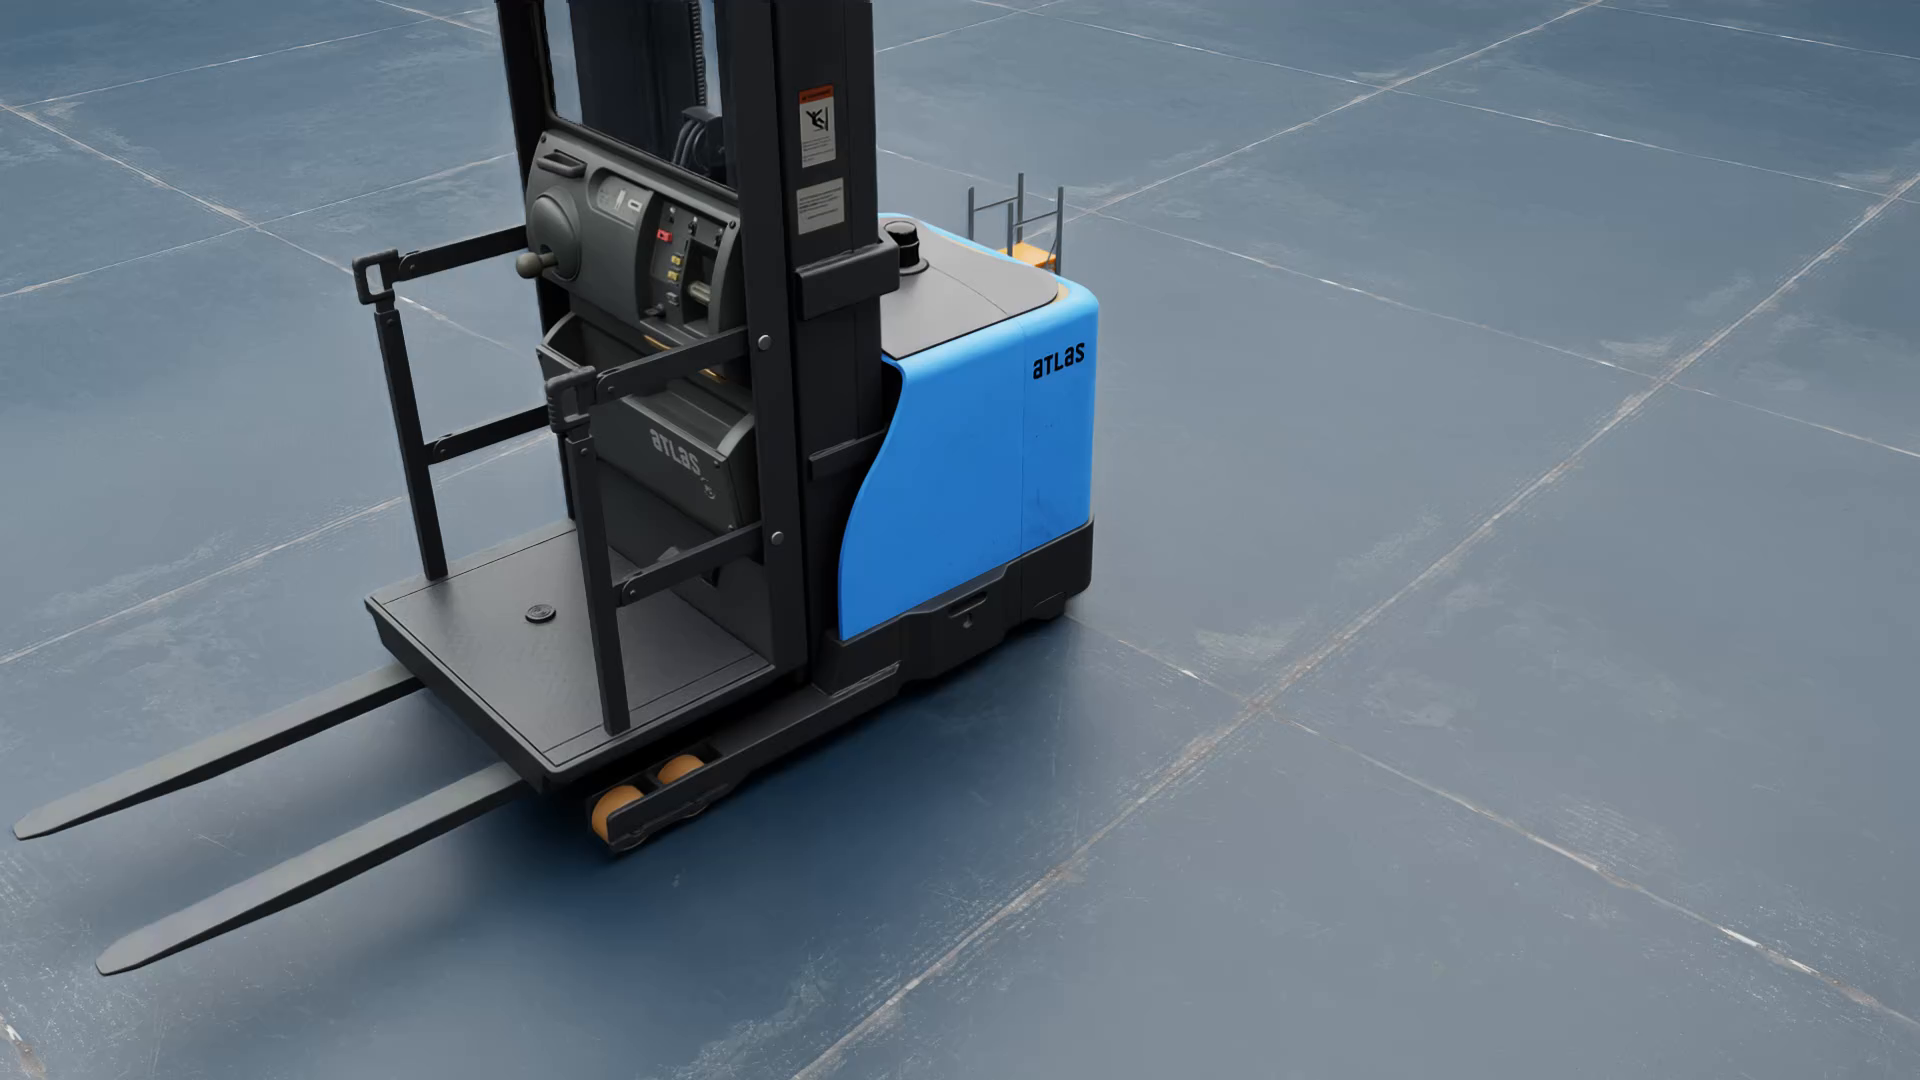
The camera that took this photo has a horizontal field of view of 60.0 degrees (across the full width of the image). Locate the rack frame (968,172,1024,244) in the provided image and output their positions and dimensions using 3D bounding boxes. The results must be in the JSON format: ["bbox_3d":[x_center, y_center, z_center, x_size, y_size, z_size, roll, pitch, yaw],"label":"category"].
[{"bbox_3d":[0.115,-0.643,5.653,0.240,1.200,0.006,-25,39,-35],"label":"rack frame"}]

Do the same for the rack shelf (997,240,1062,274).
[{"bbox_3d":[0.177,-0.879,5.433,0.258,0.103,0.180,-25,39,-35],"label":"rack shelf"}]

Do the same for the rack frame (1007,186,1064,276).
[{"bbox_3d":[0.237,-0.573,5.536,0.240,1.200,0.006,-25,39,-35],"label":"rack frame"}]

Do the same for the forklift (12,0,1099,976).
[{"bbox_3d":[-1.008,-0.744,4.143,3.031,2.935,1.130,-25,39,-35],"label":"forklift"}]

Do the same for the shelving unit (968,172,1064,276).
[{"bbox_3d":[0.176,-0.608,5.595,0.258,1.200,0.189,-25,39,-35],"label":"shelving unit"}]
